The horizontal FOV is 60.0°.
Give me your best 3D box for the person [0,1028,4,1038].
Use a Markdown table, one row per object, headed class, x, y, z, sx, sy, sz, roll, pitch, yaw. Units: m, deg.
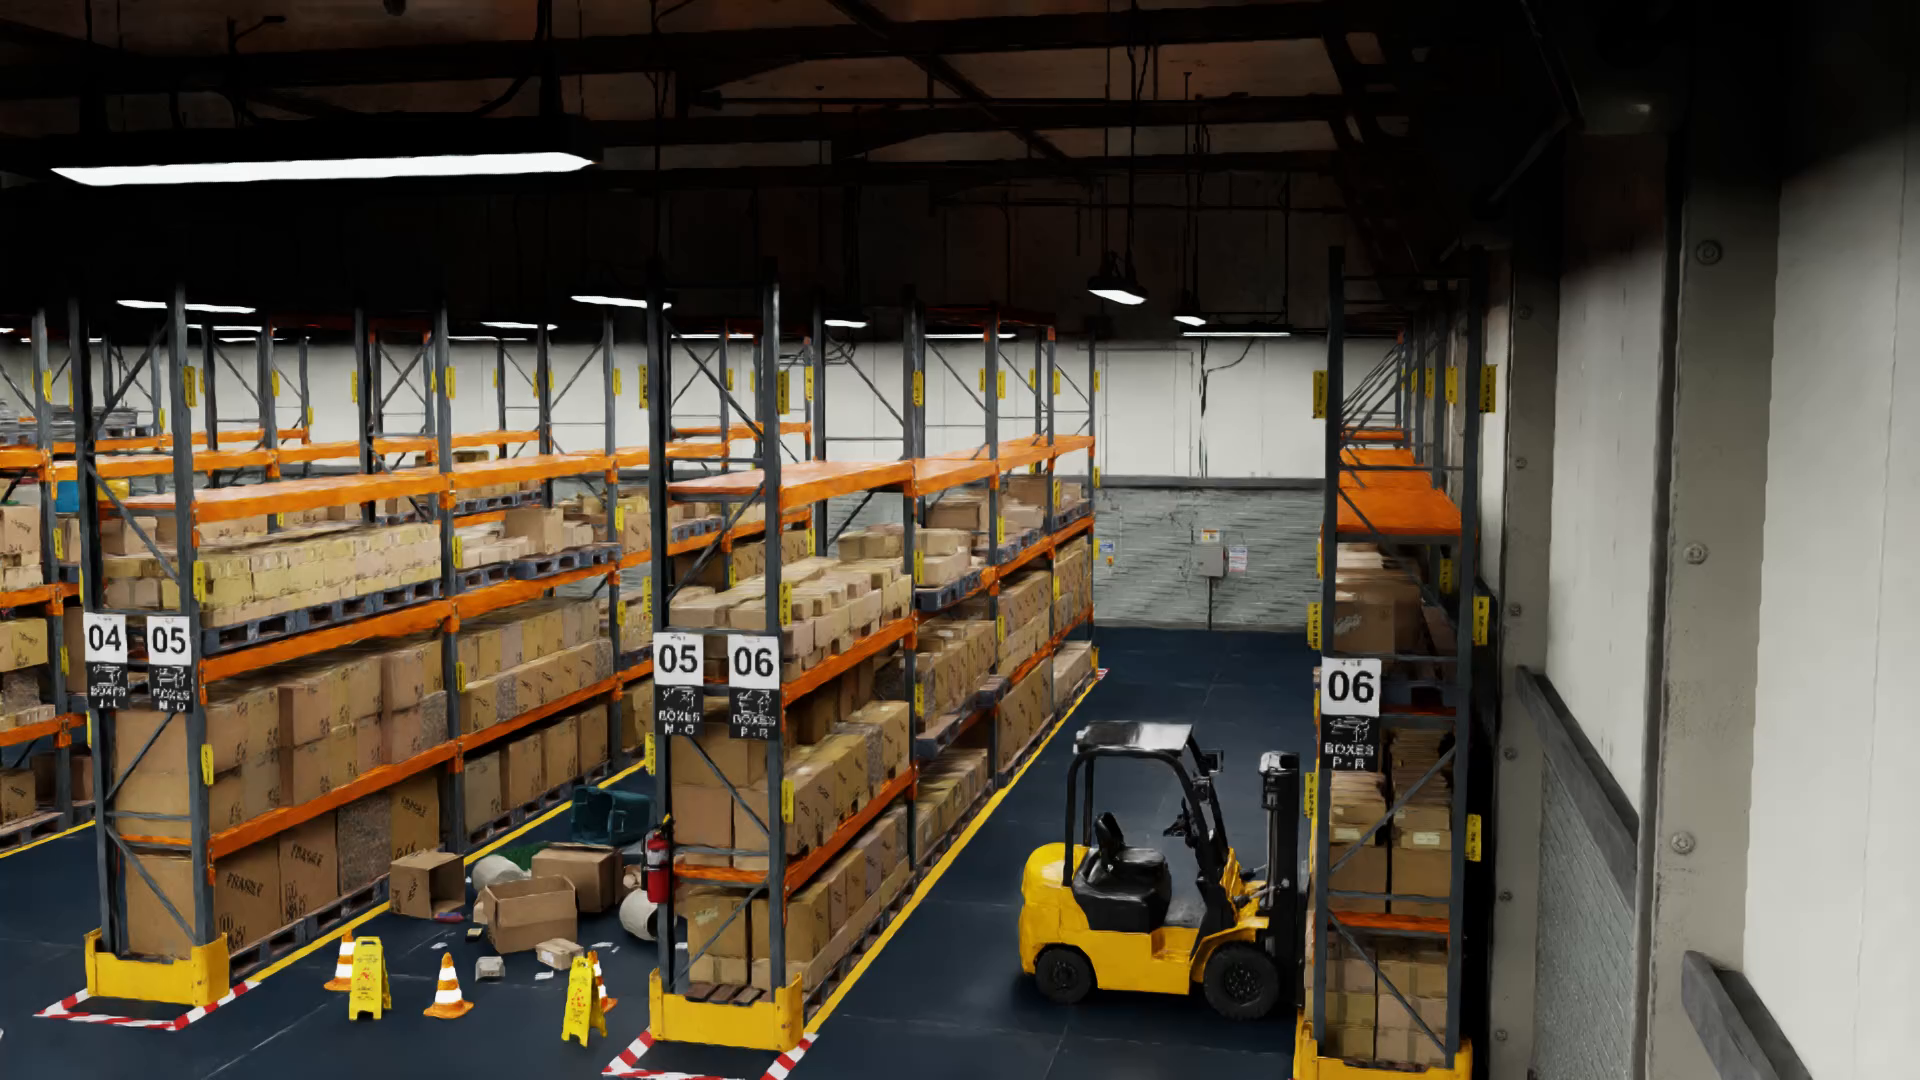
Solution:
| class | x | y | z | sx | sy | sz | roll | pitch | yaw |
| --- | --- | --- | --- | --- | --- | --- | --- | --- | --- |
| person | -7.437 | 3.145 | 12.402 | 0.453 | 1.541 | 0.466 | -4 | 7 | -37 |
